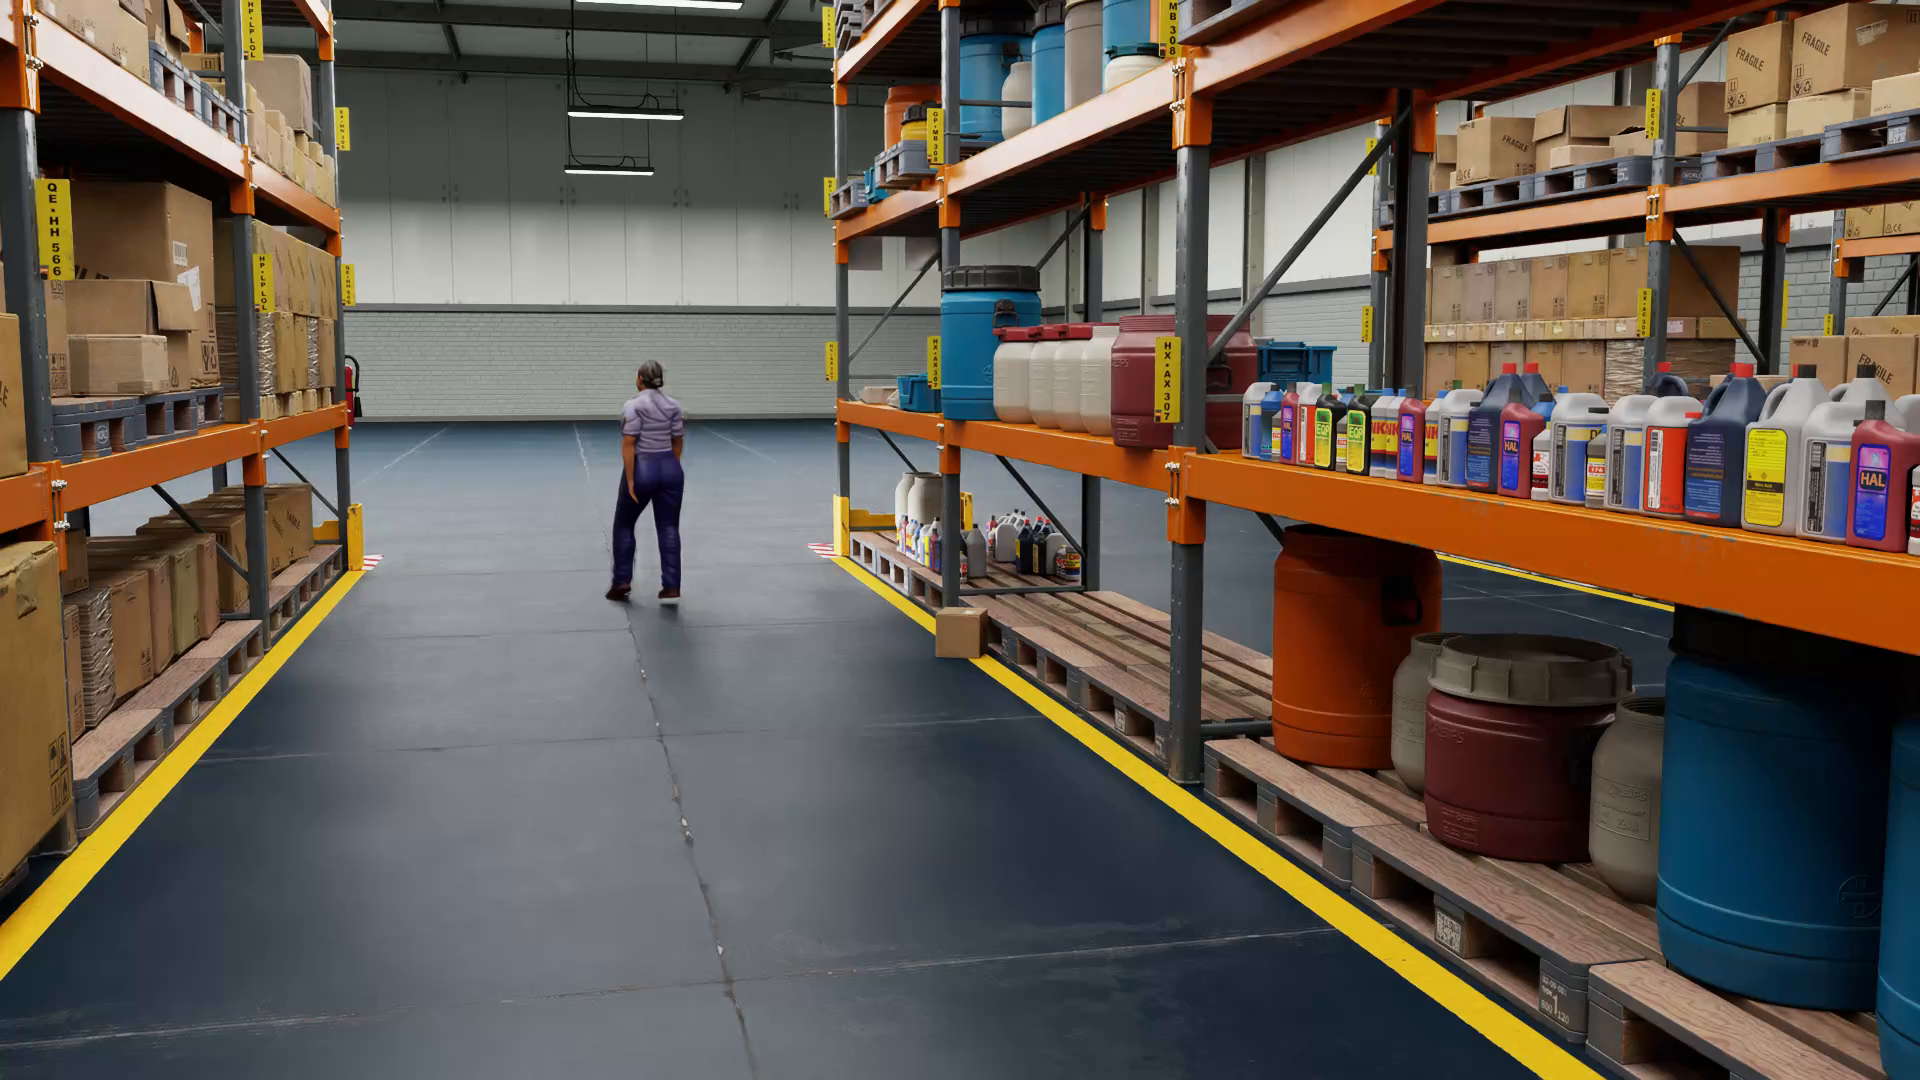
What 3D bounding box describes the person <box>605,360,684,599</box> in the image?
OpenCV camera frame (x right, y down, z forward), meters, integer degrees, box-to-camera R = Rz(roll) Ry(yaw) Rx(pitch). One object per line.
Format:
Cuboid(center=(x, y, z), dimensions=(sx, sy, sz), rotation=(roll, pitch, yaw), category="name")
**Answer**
Cuboid(center=(-2.138, -0.388, 11.410), dimensions=(0.498, 1.691, 0.718), rotation=(-4, 7, -33), category="person")
